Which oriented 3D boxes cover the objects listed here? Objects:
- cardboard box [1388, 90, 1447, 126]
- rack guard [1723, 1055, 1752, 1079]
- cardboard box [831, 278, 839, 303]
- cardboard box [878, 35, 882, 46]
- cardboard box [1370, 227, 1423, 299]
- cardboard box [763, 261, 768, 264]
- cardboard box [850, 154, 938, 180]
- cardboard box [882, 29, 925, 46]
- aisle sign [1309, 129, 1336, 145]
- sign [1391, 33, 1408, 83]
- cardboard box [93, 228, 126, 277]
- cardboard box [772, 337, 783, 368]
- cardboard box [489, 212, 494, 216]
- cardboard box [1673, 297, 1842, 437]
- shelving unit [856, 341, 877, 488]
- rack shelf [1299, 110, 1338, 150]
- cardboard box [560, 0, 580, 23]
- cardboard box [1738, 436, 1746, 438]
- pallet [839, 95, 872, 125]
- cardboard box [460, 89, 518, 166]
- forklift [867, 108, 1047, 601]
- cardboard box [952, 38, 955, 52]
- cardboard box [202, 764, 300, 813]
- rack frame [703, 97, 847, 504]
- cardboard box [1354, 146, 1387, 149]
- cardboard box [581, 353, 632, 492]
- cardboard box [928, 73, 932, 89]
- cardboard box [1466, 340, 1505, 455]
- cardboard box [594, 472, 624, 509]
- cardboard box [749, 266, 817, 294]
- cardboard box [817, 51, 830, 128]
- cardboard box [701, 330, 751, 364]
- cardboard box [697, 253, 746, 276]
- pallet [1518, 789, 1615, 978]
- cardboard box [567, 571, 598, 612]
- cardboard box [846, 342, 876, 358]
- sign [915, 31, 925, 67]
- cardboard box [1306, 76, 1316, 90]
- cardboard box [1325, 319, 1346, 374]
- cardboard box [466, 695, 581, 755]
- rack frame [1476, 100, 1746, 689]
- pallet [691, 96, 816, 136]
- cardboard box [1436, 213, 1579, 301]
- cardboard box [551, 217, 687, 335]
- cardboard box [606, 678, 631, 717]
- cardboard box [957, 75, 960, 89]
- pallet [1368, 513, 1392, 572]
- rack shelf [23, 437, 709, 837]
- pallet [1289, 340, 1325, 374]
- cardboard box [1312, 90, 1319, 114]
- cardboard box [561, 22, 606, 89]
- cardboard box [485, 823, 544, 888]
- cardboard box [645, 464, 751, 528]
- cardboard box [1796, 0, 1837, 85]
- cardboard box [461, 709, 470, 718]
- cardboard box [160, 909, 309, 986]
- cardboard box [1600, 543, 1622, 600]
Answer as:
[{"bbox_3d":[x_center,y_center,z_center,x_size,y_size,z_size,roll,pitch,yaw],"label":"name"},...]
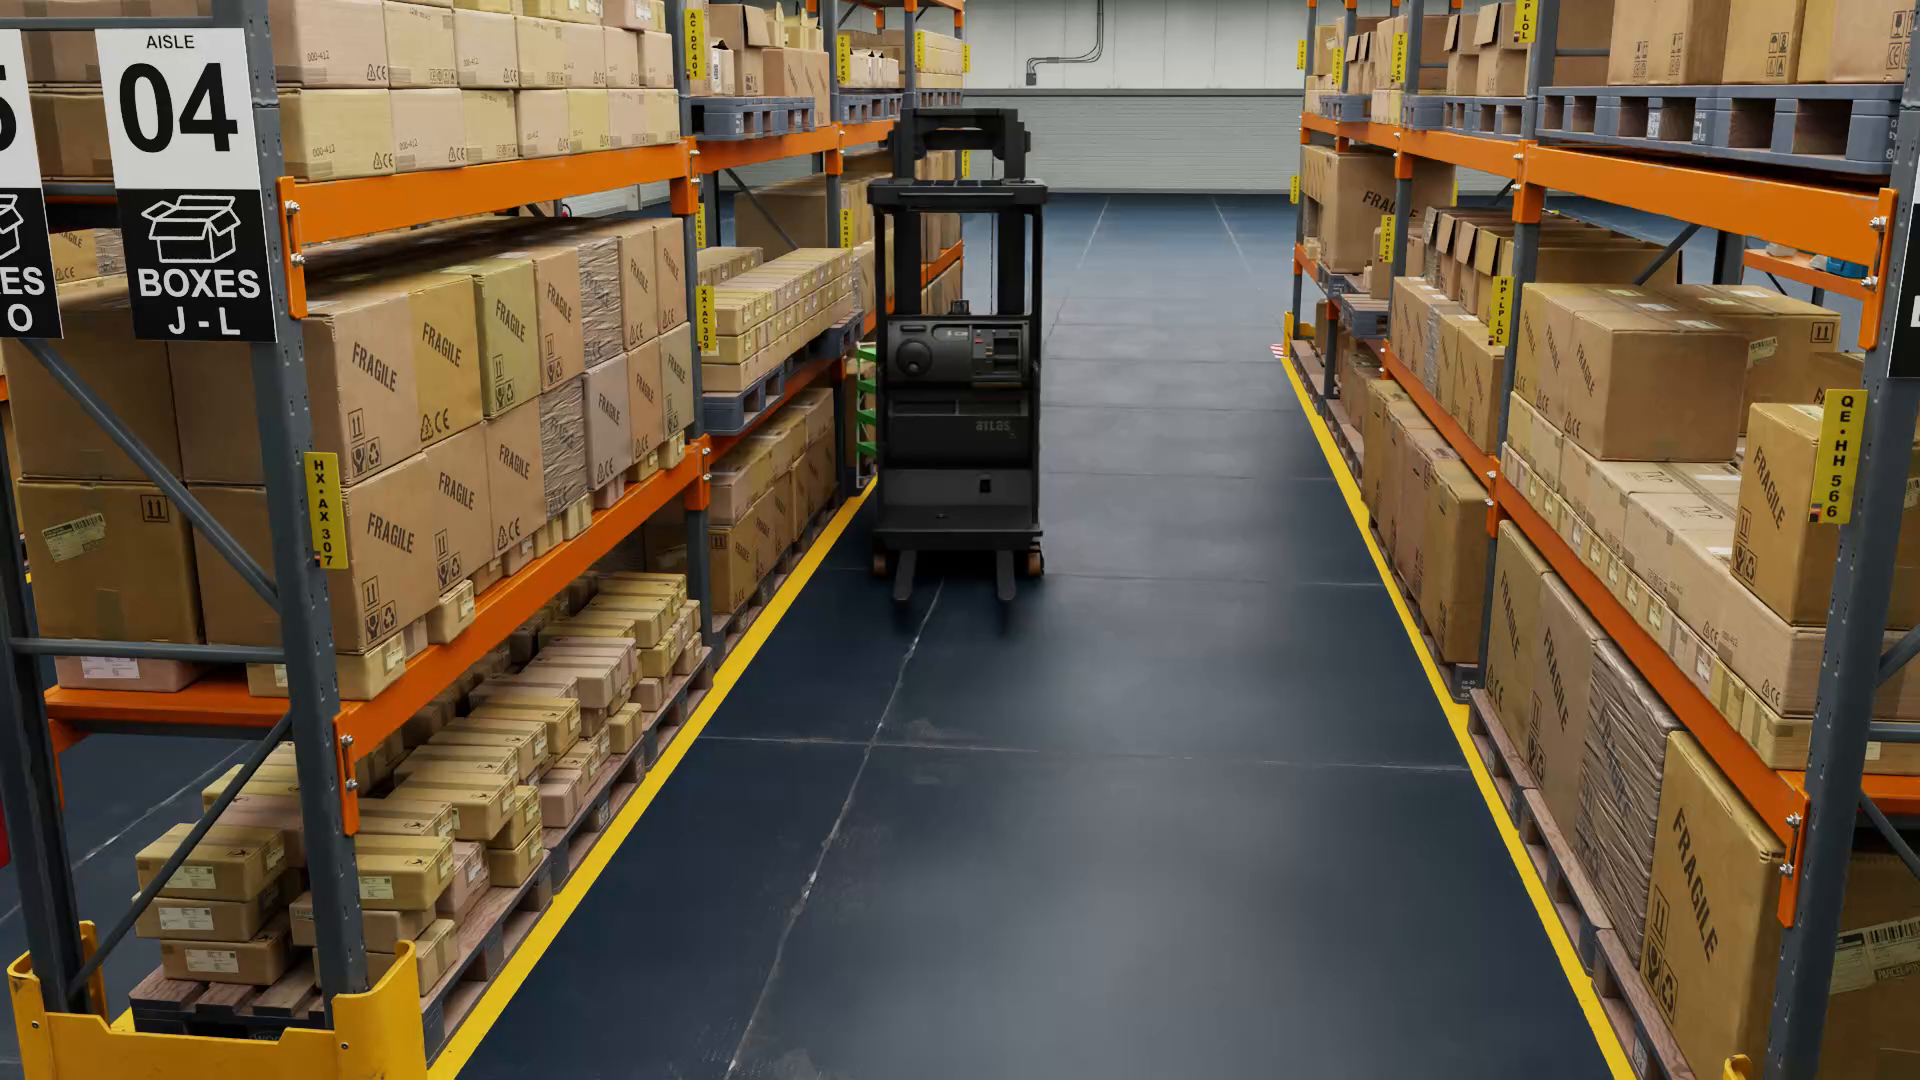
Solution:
[{"bbox_3d":[3.352,-3.086,11.868,0.500,0.250,0.500,2,15,6],"label":"cardboard box"},{"bbox_3d":[2.637,1.708,4.388,1.175,0.500,0.348,2,15,6],"label":"rack guard"},{"bbox_3d":[-1.033,-1.698,11.302,0.380,0.149,0.250,2,15,8],"label":"cardboard box"},{"bbox_3d":[-1.028,-5.250,17.543,0.380,0.149,0.250,2,15,7],"label":"cardboard box"},{"bbox_3d":[3.527,-2.120,12.758,0.700,0.500,0.500,4,16,15],"label":"cardboard box"},{"bbox_3d":[-1.590,-1.925,12.843,0.500,0.500,0.500,2,15,6],"label":"cardboard box"},{"bbox_3d":[-0.703,-3.760,17.464,0.875,0.550,0.550,2,15,6],"label":"cardboard box"},{"bbox_3d":[-0.544,-4.836,16.013,0.380,0.149,0.250,2,15,7],"label":"cardboard box"},{"bbox_3d":[4.154,-4.934,19.184,0.394,0.787,0.004,2,15,6],"label":"aisle sign"},{"bbox_3d":[3.004,-3.294,11.360,0.100,0.325,0.005,2,15,6],"label":"sign"},{"bbox_3d":[-6.152,-2.127,11.676,0.500,0.500,0.500,2,15,7],"label":"cardboard box"},{"bbox_3d":[-1.237,-1.087,9.610,0.380,0.149,0.250,2,15,7],"label":"cardboard box"},{"bbox_3d":[-5.386,-3.599,18.465,0.500,0.500,0.500,2,15,7],"label":"cardboard box"},{"bbox_3d":[3.244,-0.719,6.854,0.500,0.500,0.500,2,15,7],"label":"cardboard box"},{"bbox_3d":[-0.567,-0.941,12.575,0.258,1.200,0.503,-6,16,-28],"label":"shelving unit"},{"bbox_3d":[4.219,-4.237,17.215,1.077,0.370,4.000,2,15,6],"label":"rack shelf"},{"bbox_3d":[-1.710,-2.099,6.496,0.380,0.149,0.250,2,15,6],"label":"cardboard box"},{"bbox_3d":[3.246,-0.357,6.953,0.500,0.250,0.500,2,15,8],"label":"cardboard box"},{"bbox_3d":[-1.355,-3.277,12.651,1.213,0.211,1.003,2,15,9],"label":"pallet"},{"bbox_3d":[-1.863,-1.432,5.752,0.500,0.250,0.500,1,15,4],"label":"cardboard box"},{"bbox_3d":[-0.012,-1.251,10.673,1.130,2.935,3.031,0,15,1],"label":"forklift"},{"bbox_3d":[-0.259,-5.494,18.444,0.380,0.149,0.250,2,15,7],"label":"cardboard box"},{"bbox_3d":[-2.481,0.930,5.994,0.380,0.149,0.250,1,15,5],"label":"cardboard box"},{"bbox_3d":[-1.374,-1.752,12.395,1.000,3.000,0.127,2,15,6],"label":"rack frame"},{"bbox_3d":[4.578,-4.049,18.214,0.500,0.500,0.500,2,15,6],"label":"cardboard box"},{"bbox_3d":[-1.717,-0.509,7.037,0.500,0.500,0.500,2,15,6],"label":"cardboard box"},{"bbox_3d":[-0.487,-4.583,16.605,0.380,0.149,0.250,2,15,6],"label":"cardboard box"},{"bbox_3d":[2.873,-0.720,8.386,0.500,0.500,0.500,2,15,6],"label":"cardboard box"},{"bbox_3d":[-1.690,-0.237,7.274,0.380,0.149,0.250,1,15,4],"label":"cardboard box"},{"bbox_3d":[-1.122,-1.645,10.535,0.380,0.149,0.250,2,15,9],"label":"cardboard box"},{"bbox_3d":[-1.186,-3.093,11.415,0.500,0.500,0.500,2,15,6],"label":"cardboard box"},{"bbox_3d":[-1.324,-1.028,8.825,0.380,0.149,0.250,2,15,7],"label":"cardboard box"},{"bbox_3d":[-1.679,-1.873,11.380,0.380,0.149,0.250,2,15,6],"label":"cardboard box"},{"bbox_3d":[2.792,1.316,6.391,1.003,0.211,1.213,2,15,6],"label":"pallet"},{"bbox_3d":[-2.071,0.255,8.490,0.380,0.149,0.250,2,15,9],"label":"cardboard box"},{"bbox_3d":[-1.121,-1.251,14.047,1.050,0.750,0.750,2,15,7],"label":"cardboard box"},{"bbox_3d":[-0.383,-4.625,15.682,0.100,0.325,0.005,2,15,6],"label":"sign"},{"bbox_3d":[4.059,-5.094,18.530,0.380,0.149,0.250,2,15,7],"label":"cardboard box"},{"bbox_3d":[4.128,-2.028,17.399,0.500,0.500,0.500,0,15,1],"label":"cardboard box"},{"bbox_3d":[-1.752,0.741,6.691,0.380,0.149,0.250,2,15,7],"label":"cardboard box"},{"bbox_3d":[3.091,-0.542,7.921,1.000,3.000,0.127,2,15,6],"label":"rack frame"},{"bbox_3d":[-1.536,-2.498,9.767,1.213,0.211,1.003,2,15,6],"label":"pallet"},{"bbox_3d":[3.368,-1.754,10.289,0.797,0.503,0.637,2,15,8],"label":"cardboard box"},{"bbox_3d":[-1.610,-1.259,7.895,0.500,0.500,0.500,1,15,4],"label":"cardboard box"},{"bbox_3d":[-1.711,0.676,7.504,0.380,0.149,0.250,2,15,8],"label":"cardboard box"},{"bbox_3d":[-0.202,-5.243,19.044,0.380,0.149,0.250,2,15,7],"label":"cardboard box"},{"bbox_3d":[3.379,-0.031,11.374,1.003,0.211,1.213,2,15,6],"label":"pallet"},{"bbox_3d":[-2.051,0.151,6.734,1.077,0.370,4.000,2,15,6],"label":"rack shelf"},{"bbox_3d":[4.310,-2.079,18.947,1.003,0.211,1.213,2,15,6],"label":"pallet"},{"bbox_3d":[4.022,-4.651,17.655,0.500,0.250,0.500,2,15,6],"label":"cardboard box"},{"bbox_3d":[-1.750,-1.934,6.652,0.500,0.250,0.500,2,15,9],"label":"cardboard box"},{"bbox_3d":[-1.793,1.172,6.239,0.380,0.149,0.250,2,15,7],"label":"cardboard box"},{"bbox_3d":[-1.480,-0.256,9.412,0.500,0.250,0.500,1,15,4],"label":"cardboard box"},{"bbox_3d":[2.828,-1.531,4.643,0.700,0.500,0.500,1,15,4],"label":"cardboard box"},{"bbox_3d":[-2.295,0.737,7.279,0.380,0.149,0.250,2,15,6],"label":"cardboard box"},{"bbox_3d":[-2.425,1.354,5.566,0.380,0.149,0.250,2,15,7],"label":"cardboard box"},{"bbox_3d":[2.525,0.118,5.961,0.380,0.149,0.250,2,15,7],"label":"cardboard box"}]
